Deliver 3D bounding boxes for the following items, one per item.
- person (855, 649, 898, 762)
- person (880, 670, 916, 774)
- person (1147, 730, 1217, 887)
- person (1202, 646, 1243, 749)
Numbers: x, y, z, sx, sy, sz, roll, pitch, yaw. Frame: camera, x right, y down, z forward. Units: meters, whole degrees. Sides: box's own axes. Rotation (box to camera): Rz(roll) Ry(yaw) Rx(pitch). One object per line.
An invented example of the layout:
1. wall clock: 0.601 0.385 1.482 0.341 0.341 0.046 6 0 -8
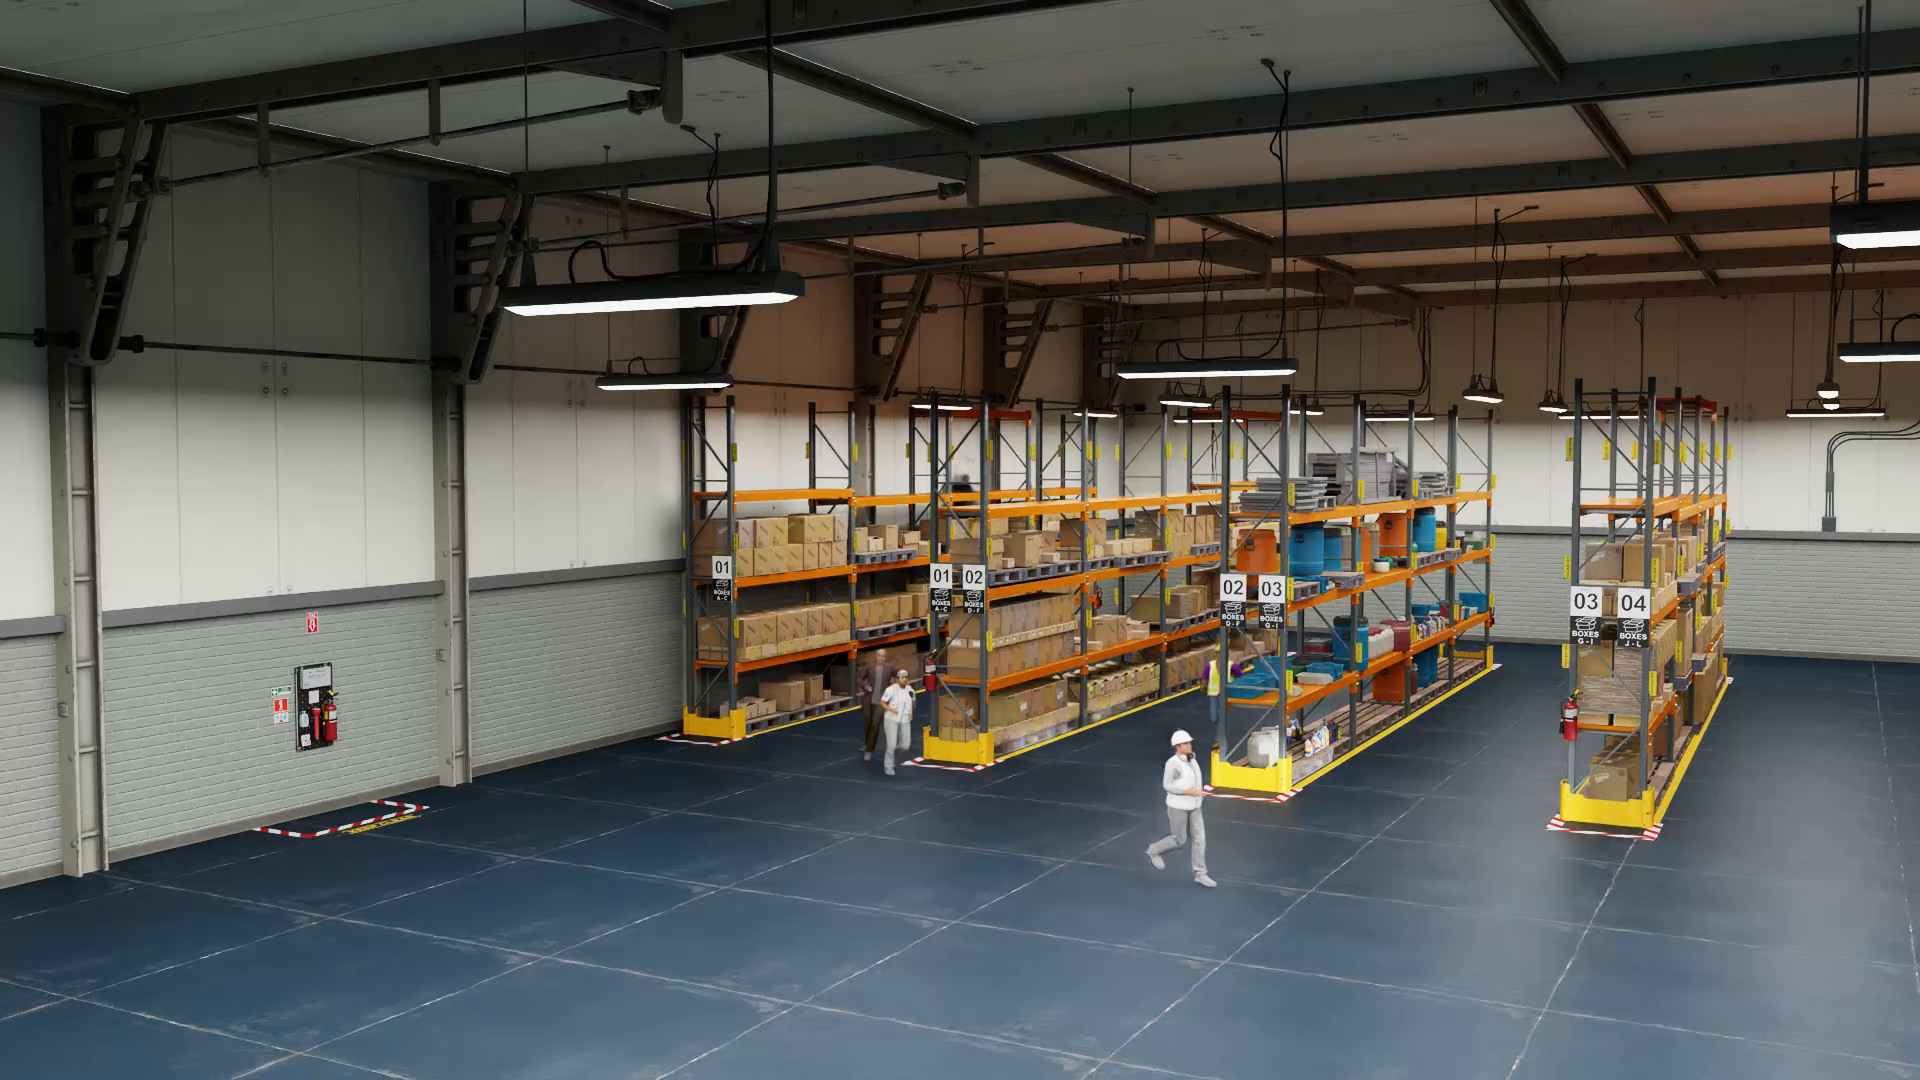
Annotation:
1. person: -1.342 2.681 27.224 0.768 1.799 0.852 0 3 7
2. person: -0.931 2.836 25.986 0.626 1.615 0.550 -1 3 -22
3. person: 2.591 3.095 19.324 0.661 1.770 0.935 -3 4 -44
4. person: 4.449 2.650 28.289 0.700 1.739 0.801 1 3 19
